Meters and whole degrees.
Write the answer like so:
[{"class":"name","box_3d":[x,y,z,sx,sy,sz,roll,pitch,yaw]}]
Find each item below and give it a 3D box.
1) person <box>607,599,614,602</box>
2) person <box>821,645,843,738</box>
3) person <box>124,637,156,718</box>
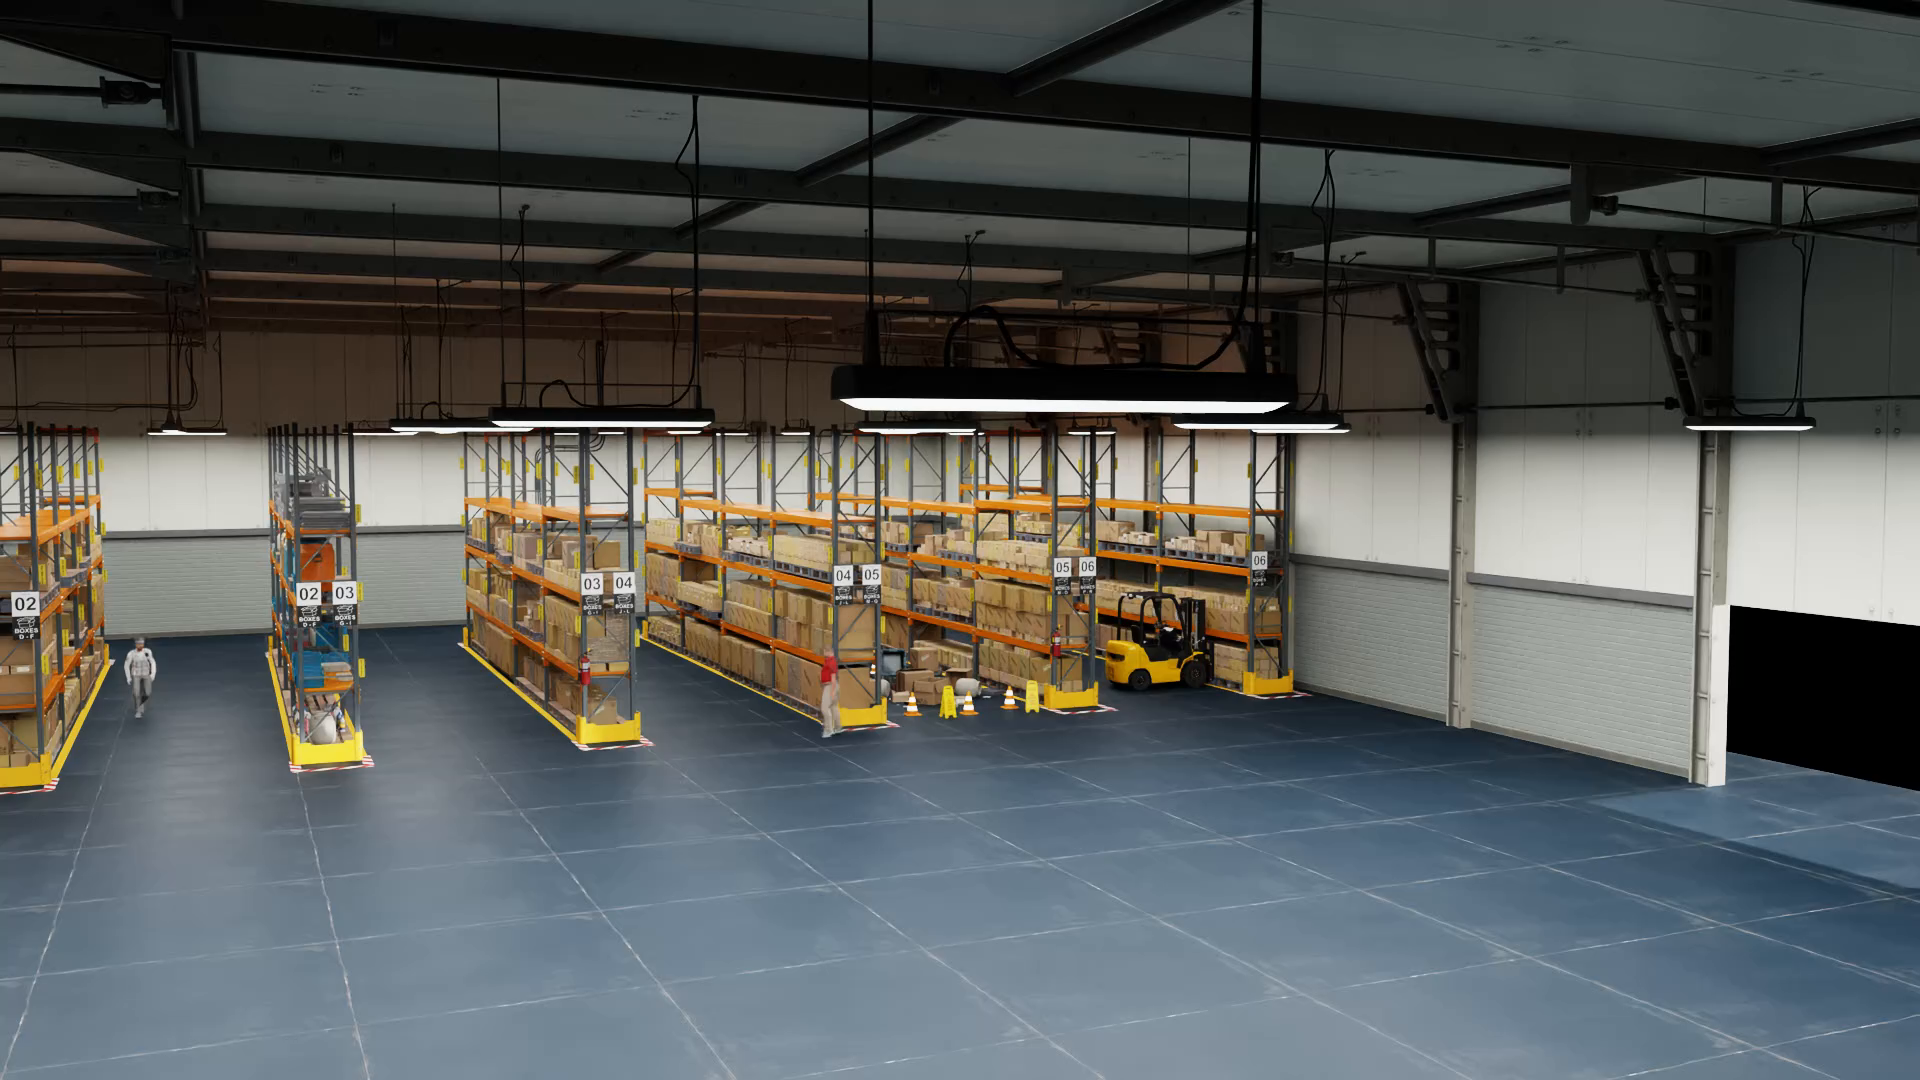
[{"class":"person","box_3d":[-10.010,1.886,48.241,0.648,1.759,0.627,2,4,29]},{"class":"person","box_3d":[-2.485,2.936,32.090,0.426,1.796,0.627,0,3,0]},{"class":"person","box_3d":[-16.918,2.811,34.301,0.588,1.660,0.517,-2,4,-34]}]
